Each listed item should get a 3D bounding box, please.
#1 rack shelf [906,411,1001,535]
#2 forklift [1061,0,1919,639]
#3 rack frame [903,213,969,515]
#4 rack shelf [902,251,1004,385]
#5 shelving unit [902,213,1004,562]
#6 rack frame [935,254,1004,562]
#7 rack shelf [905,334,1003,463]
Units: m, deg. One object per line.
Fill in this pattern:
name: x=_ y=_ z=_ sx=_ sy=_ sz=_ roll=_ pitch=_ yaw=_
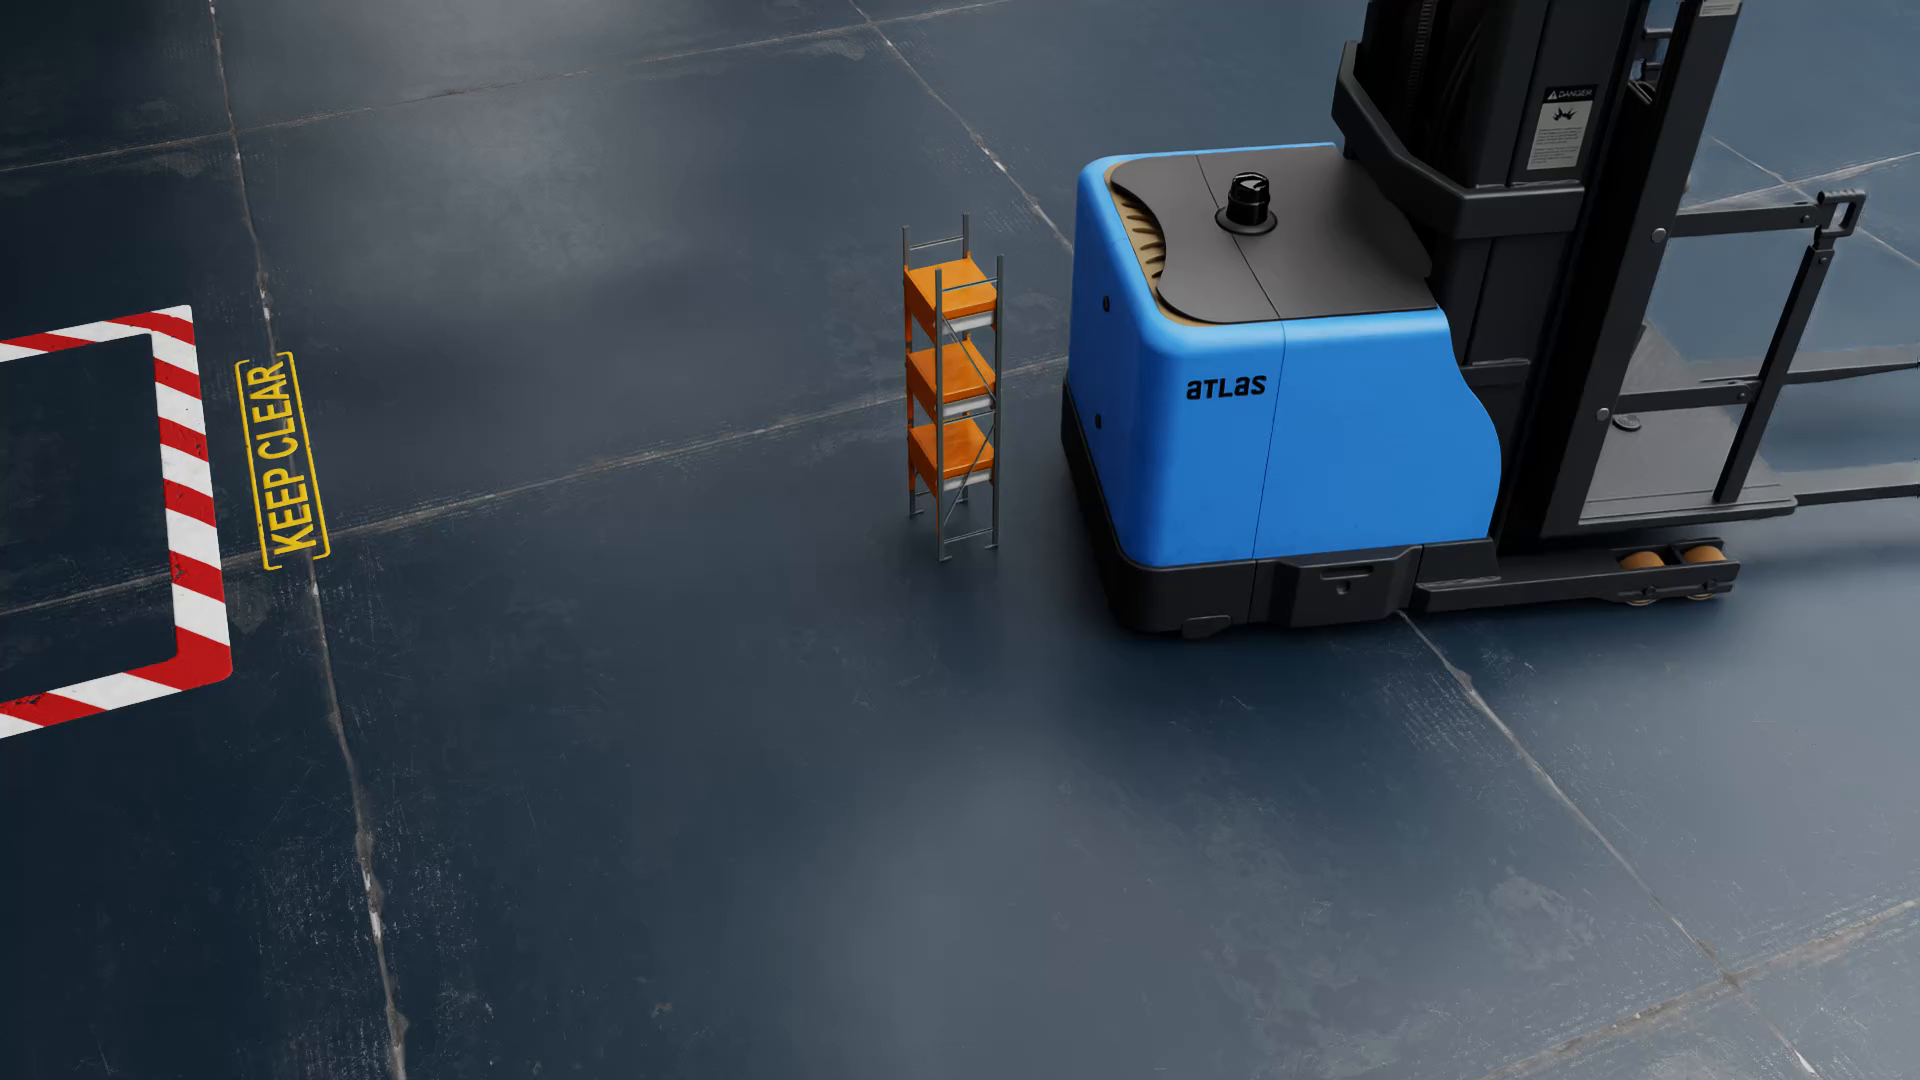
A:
rack shelf: x=-0.020 y=-0.212 z=5.133 sx=0.215 sy=0.259 sz=0.240 roll=-15 pitch=43 yaw=-17
forklift: x=1.894 y=-1.251 z=4.457 sx=3.031 sy=2.935 sz=1.130 roll=-5 pitch=41 yaw=-6
rack frame: x=-0.067 y=-0.504 z=5.031 sx=0.200 sy=1.050 sz=0.008 roll=-15 pitch=43 yaw=-17
rack shelf: x=-0.020 y=-0.637 z=4.767 sx=0.215 sy=0.259 sz=0.240 roll=-15 pitch=43 yaw=-17
shelving unit: x=-0.020 y=-0.430 z=4.945 sx=0.215 sy=1.050 sz=0.252 roll=-15 pitch=43 yaw=-17
rack frame: x=0.026 y=-0.357 z=4.860 sx=0.200 sy=1.050 sz=0.008 roll=-15 pitch=43 yaw=-17
rack shelf: x=-0.020 y=-0.422 z=4.952 sx=0.215 sy=0.259 sz=0.240 roll=-15 pitch=43 yaw=-17
